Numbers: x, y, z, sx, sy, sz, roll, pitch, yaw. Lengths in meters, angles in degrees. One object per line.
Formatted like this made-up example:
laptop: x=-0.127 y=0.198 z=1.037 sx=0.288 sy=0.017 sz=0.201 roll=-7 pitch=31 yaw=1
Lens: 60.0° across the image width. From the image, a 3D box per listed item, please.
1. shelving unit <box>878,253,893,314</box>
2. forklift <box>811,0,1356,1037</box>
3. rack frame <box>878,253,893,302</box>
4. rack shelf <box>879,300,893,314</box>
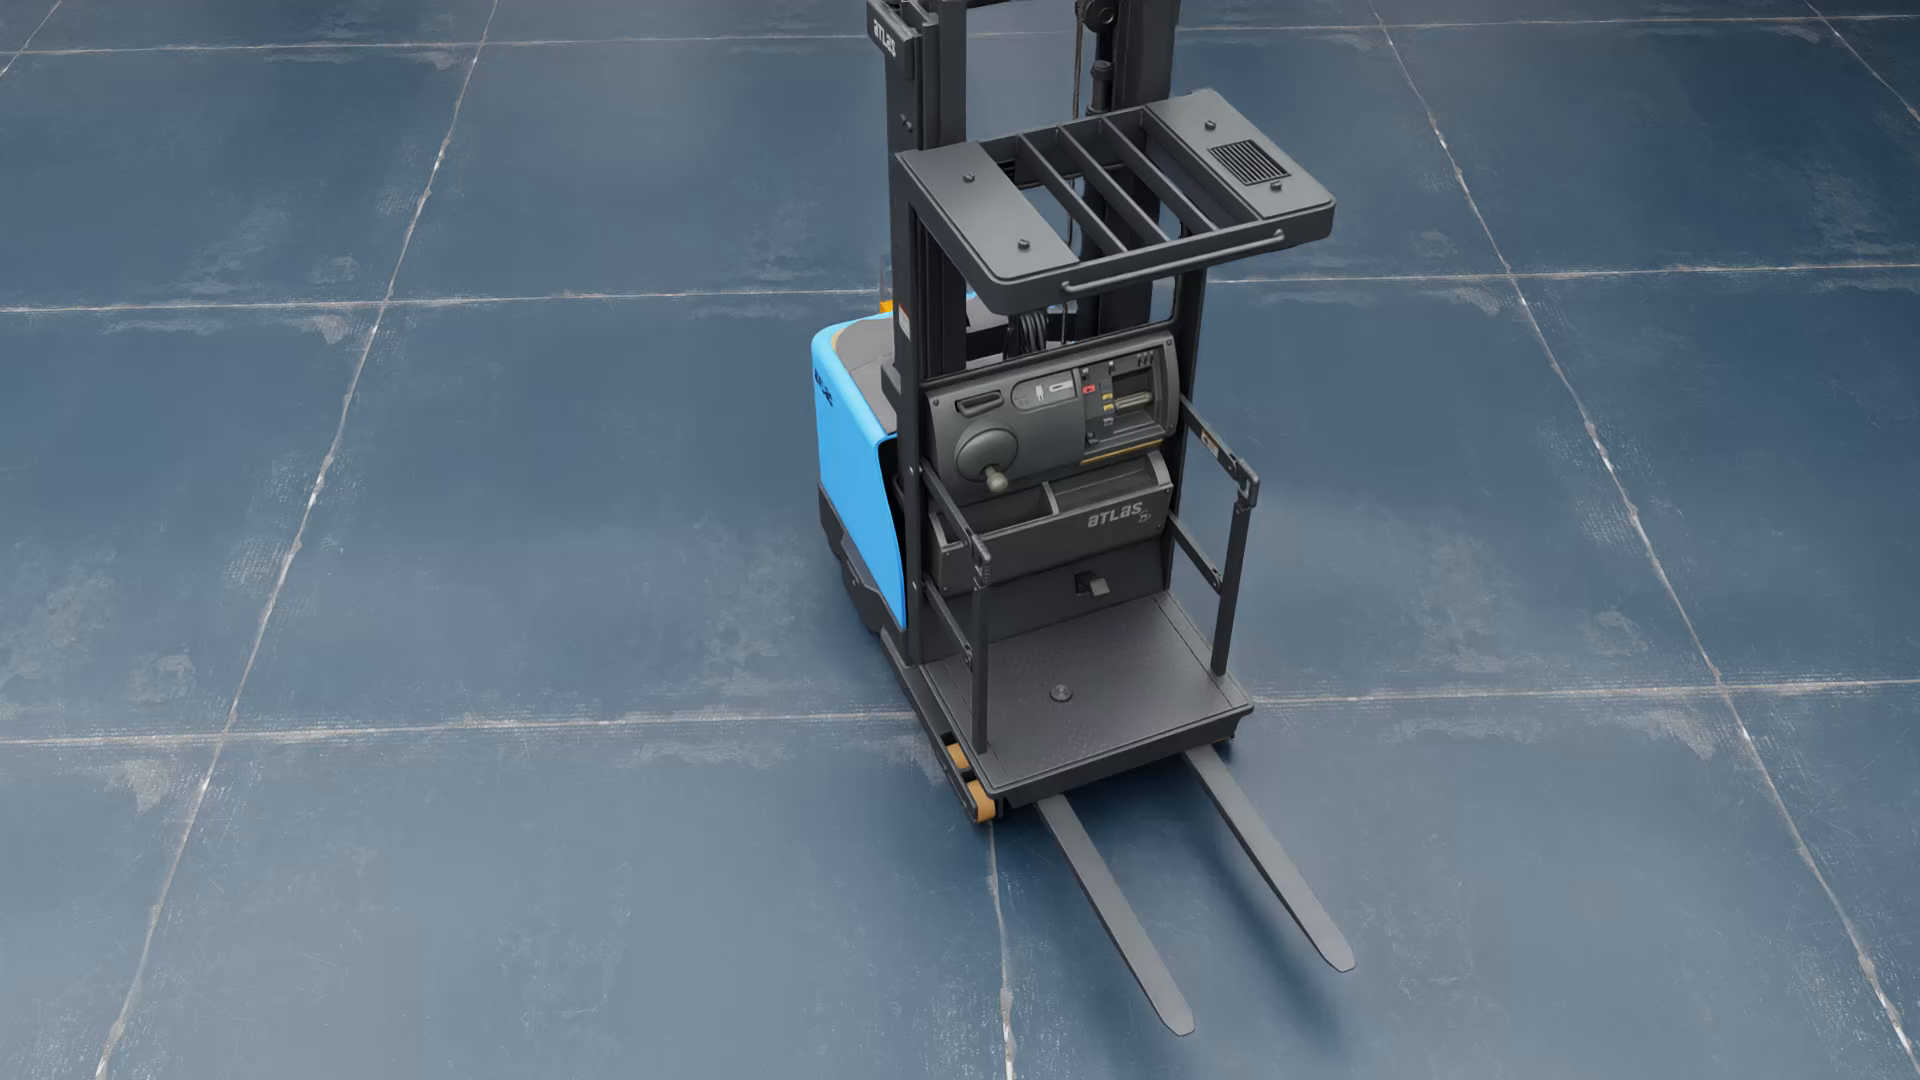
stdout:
shelving unit: x=-0.194 y=-0.722 z=7.300 sx=0.258 sy=1.200 sz=0.189 roll=-16 pitch=45 yaw=-17
forklift: x=0.420 y=-0.353 z=5.616 sx=1.130 sy=2.935 sz=3.031 roll=-16 pitch=45 yaw=-17
rack frame: x=-0.229 y=-0.779 z=7.362 sx=0.240 sy=1.200 sz=0.006 roll=-16 pitch=45 yaw=-17
rack shelf: x=-0.194 y=-0.955 z=7.087 sx=0.258 sy=0.103 sz=0.180 roll=-16 pitch=45 yaw=-17
